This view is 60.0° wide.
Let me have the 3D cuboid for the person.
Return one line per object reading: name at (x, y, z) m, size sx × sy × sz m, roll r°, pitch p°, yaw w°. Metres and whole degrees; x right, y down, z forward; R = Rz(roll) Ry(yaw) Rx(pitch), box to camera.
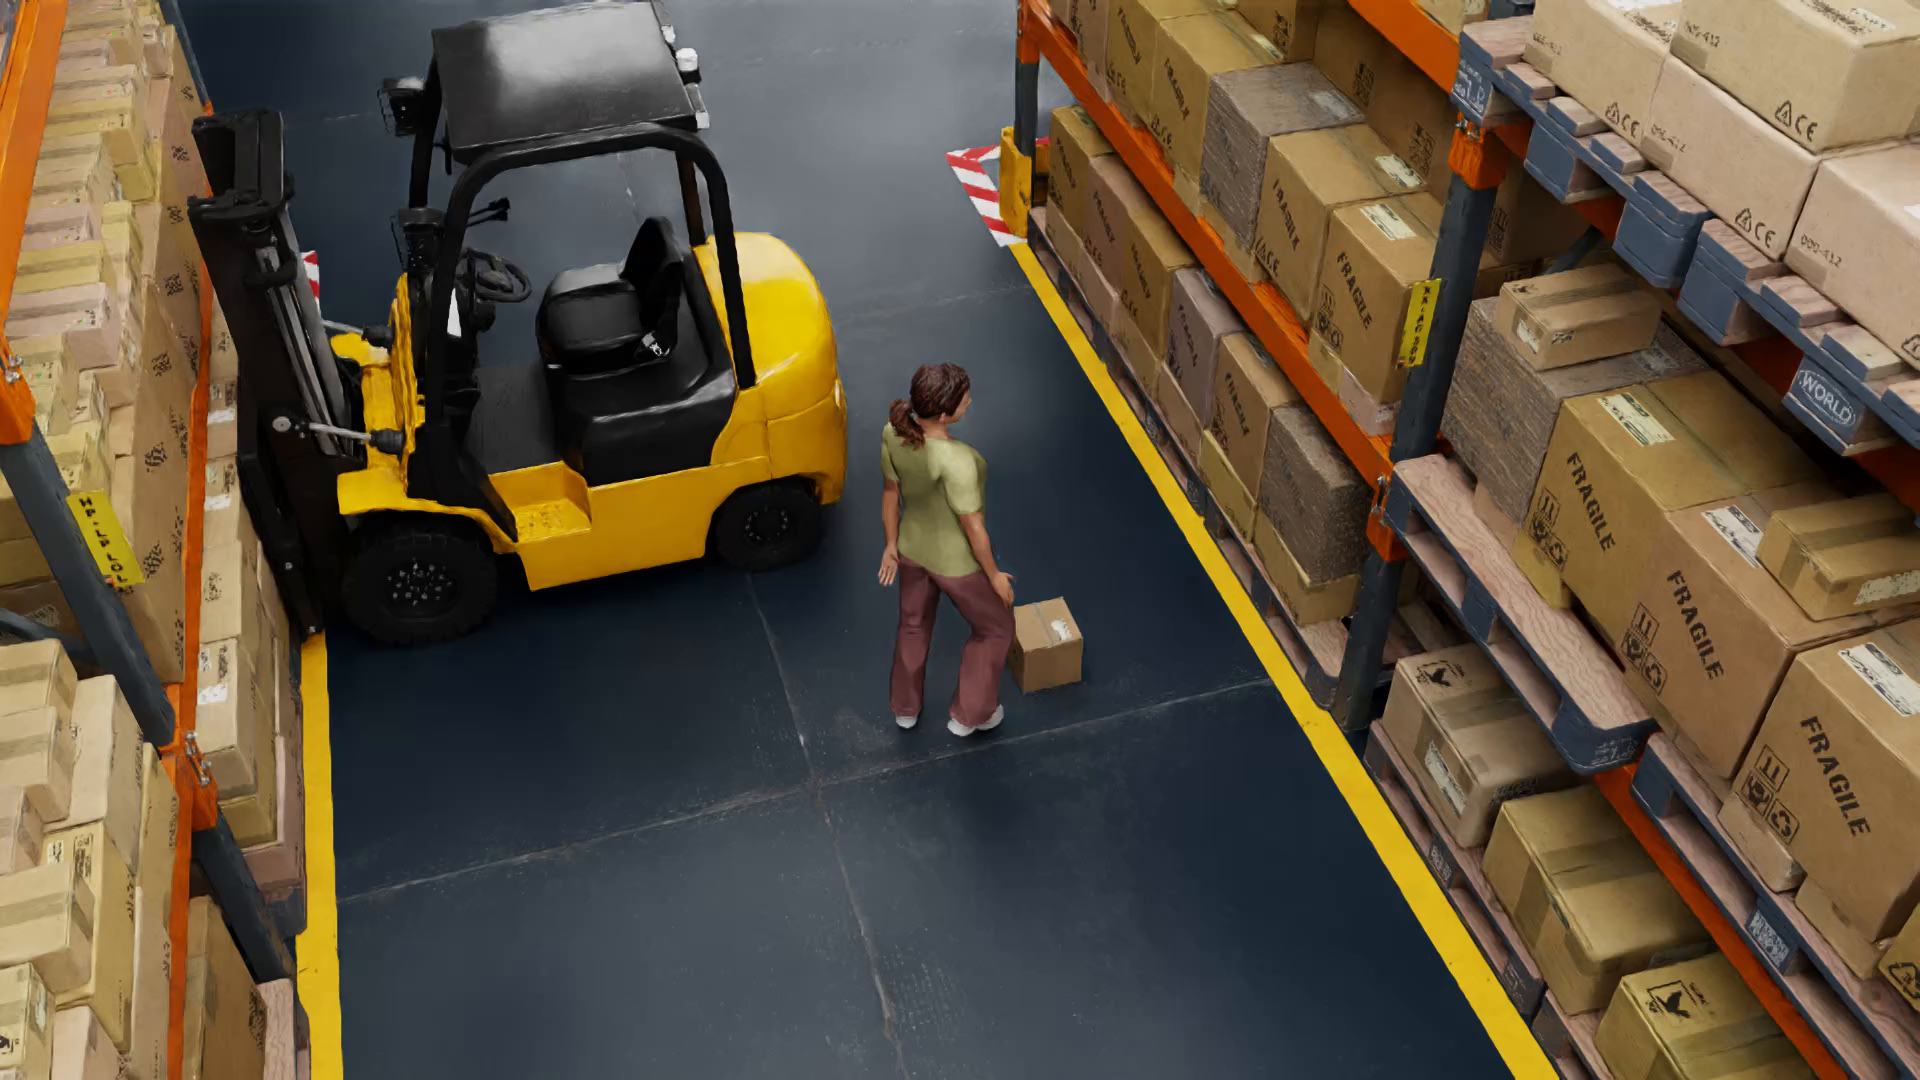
person at (-0.054, 0.090, 6.050) m, size 0.562 × 1.672 × 0.378 m, roll 30°, pitch 50°, yaw 28°
